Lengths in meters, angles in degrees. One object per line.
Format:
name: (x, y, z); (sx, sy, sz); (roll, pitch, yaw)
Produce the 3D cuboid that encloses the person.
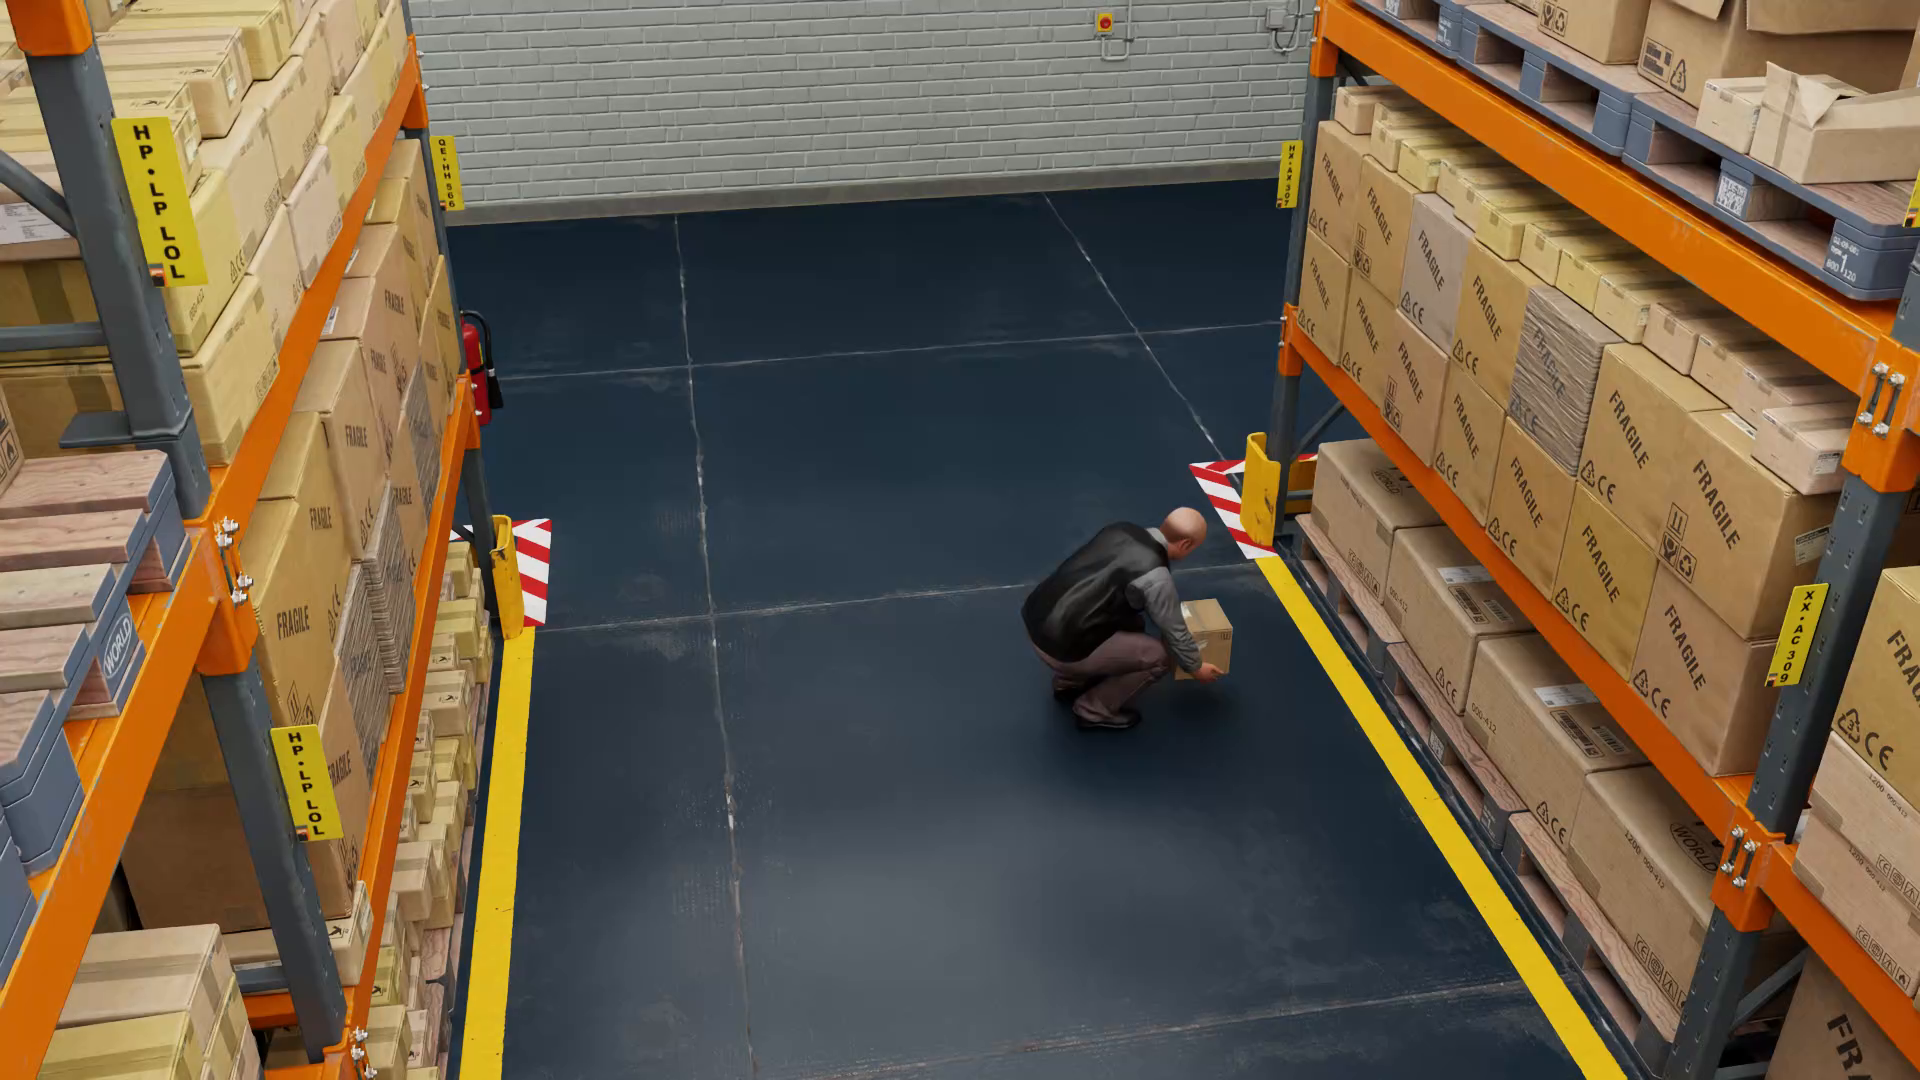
person: (0.709, 0.367, 7.365); (0.874, 0.886, 0.531); (-5, 31, -9)
